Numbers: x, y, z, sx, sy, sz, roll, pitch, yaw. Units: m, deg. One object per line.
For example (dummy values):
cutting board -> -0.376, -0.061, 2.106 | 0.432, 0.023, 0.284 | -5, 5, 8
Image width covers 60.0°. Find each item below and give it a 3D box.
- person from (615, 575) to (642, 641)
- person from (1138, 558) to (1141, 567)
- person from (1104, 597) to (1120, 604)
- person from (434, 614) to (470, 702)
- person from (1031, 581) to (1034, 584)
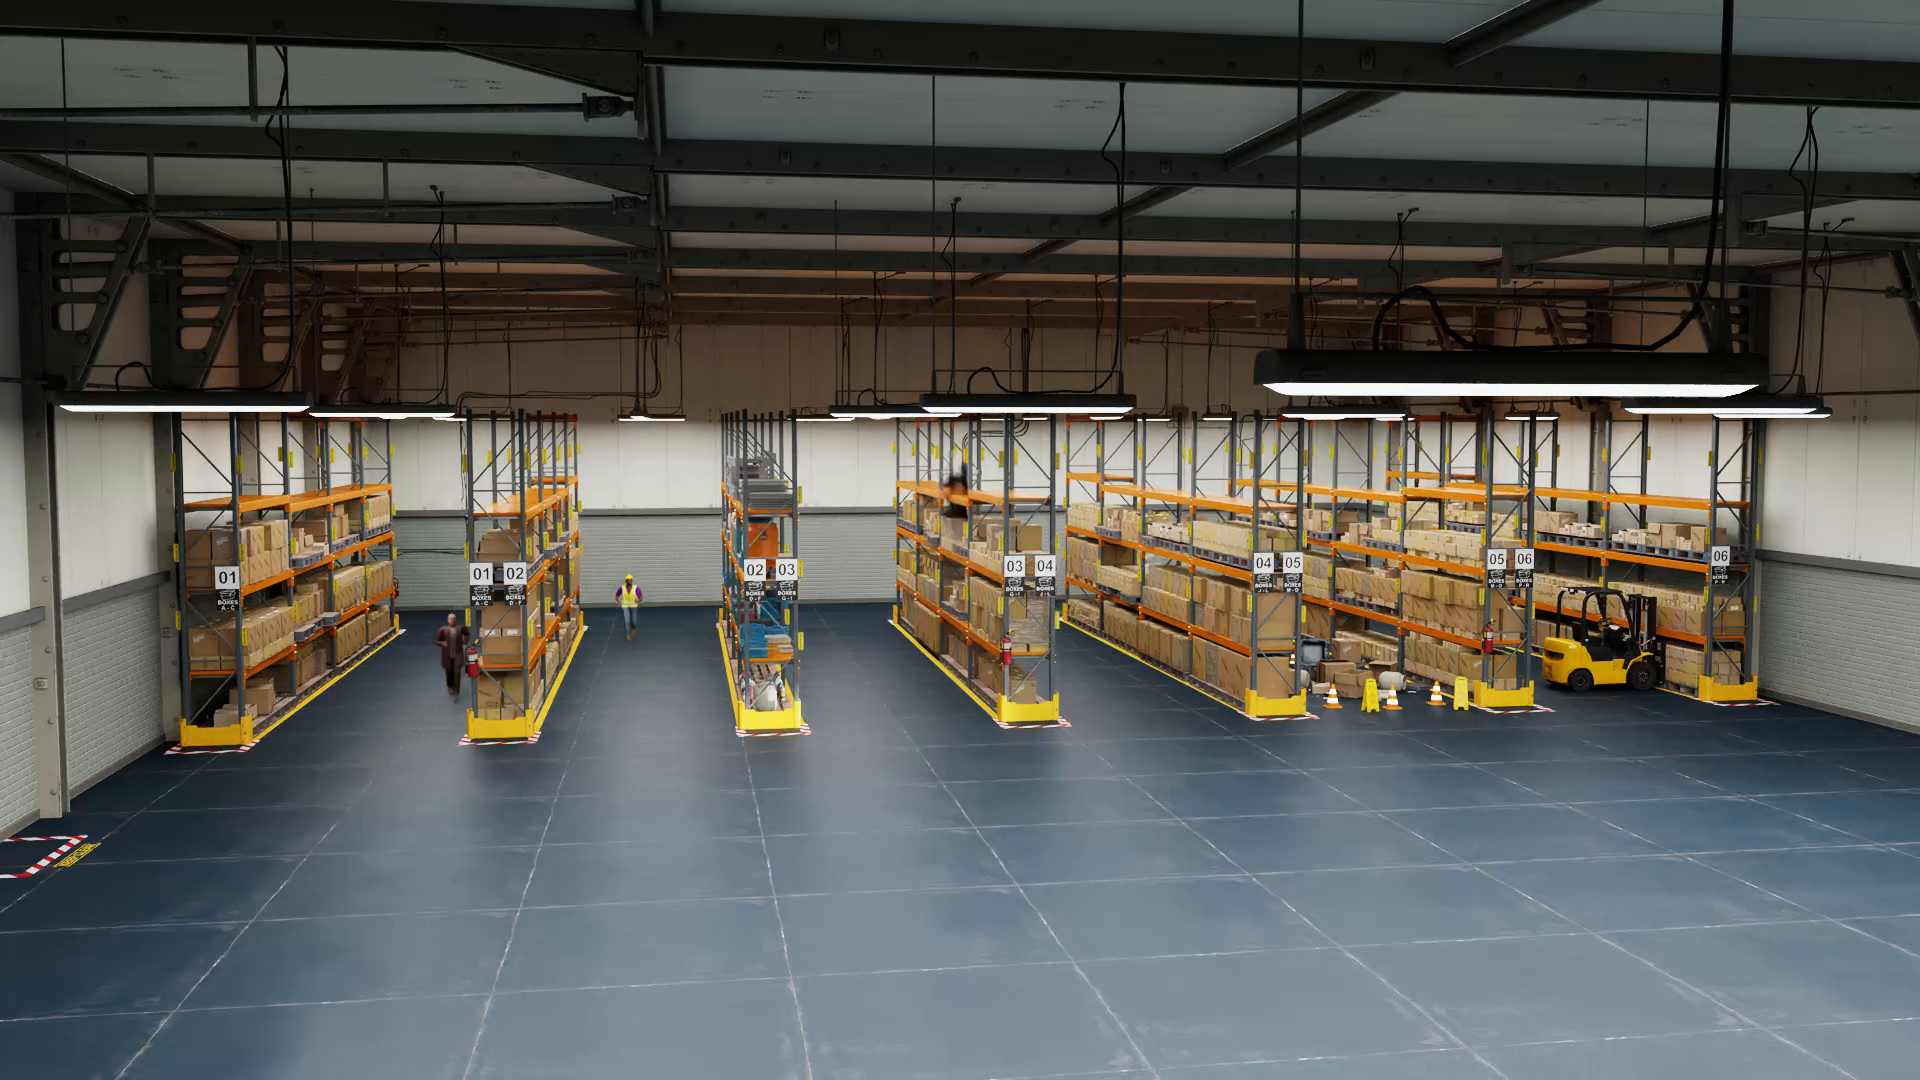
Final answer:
person -> -8.767, 1.789, 44.040 | 0.712, 1.733, 0.796 | -1, 4, -12
person -> 5.386, 1.344, 50.336 | 0.614, 1.738, 0.652 | 0, 4, -7
person -> 4.426, 1.357, 49.937 | 0.725, 1.746, 0.891 | -3, 5, -41
person -> -10.505, 2.400, 34.424 | 0.714, 1.763, 1.081 | -1, 4, -18
person -> 1.891, 1.602, 48.245 | 0.576, 1.549, 0.598 | 2, 4, 24
